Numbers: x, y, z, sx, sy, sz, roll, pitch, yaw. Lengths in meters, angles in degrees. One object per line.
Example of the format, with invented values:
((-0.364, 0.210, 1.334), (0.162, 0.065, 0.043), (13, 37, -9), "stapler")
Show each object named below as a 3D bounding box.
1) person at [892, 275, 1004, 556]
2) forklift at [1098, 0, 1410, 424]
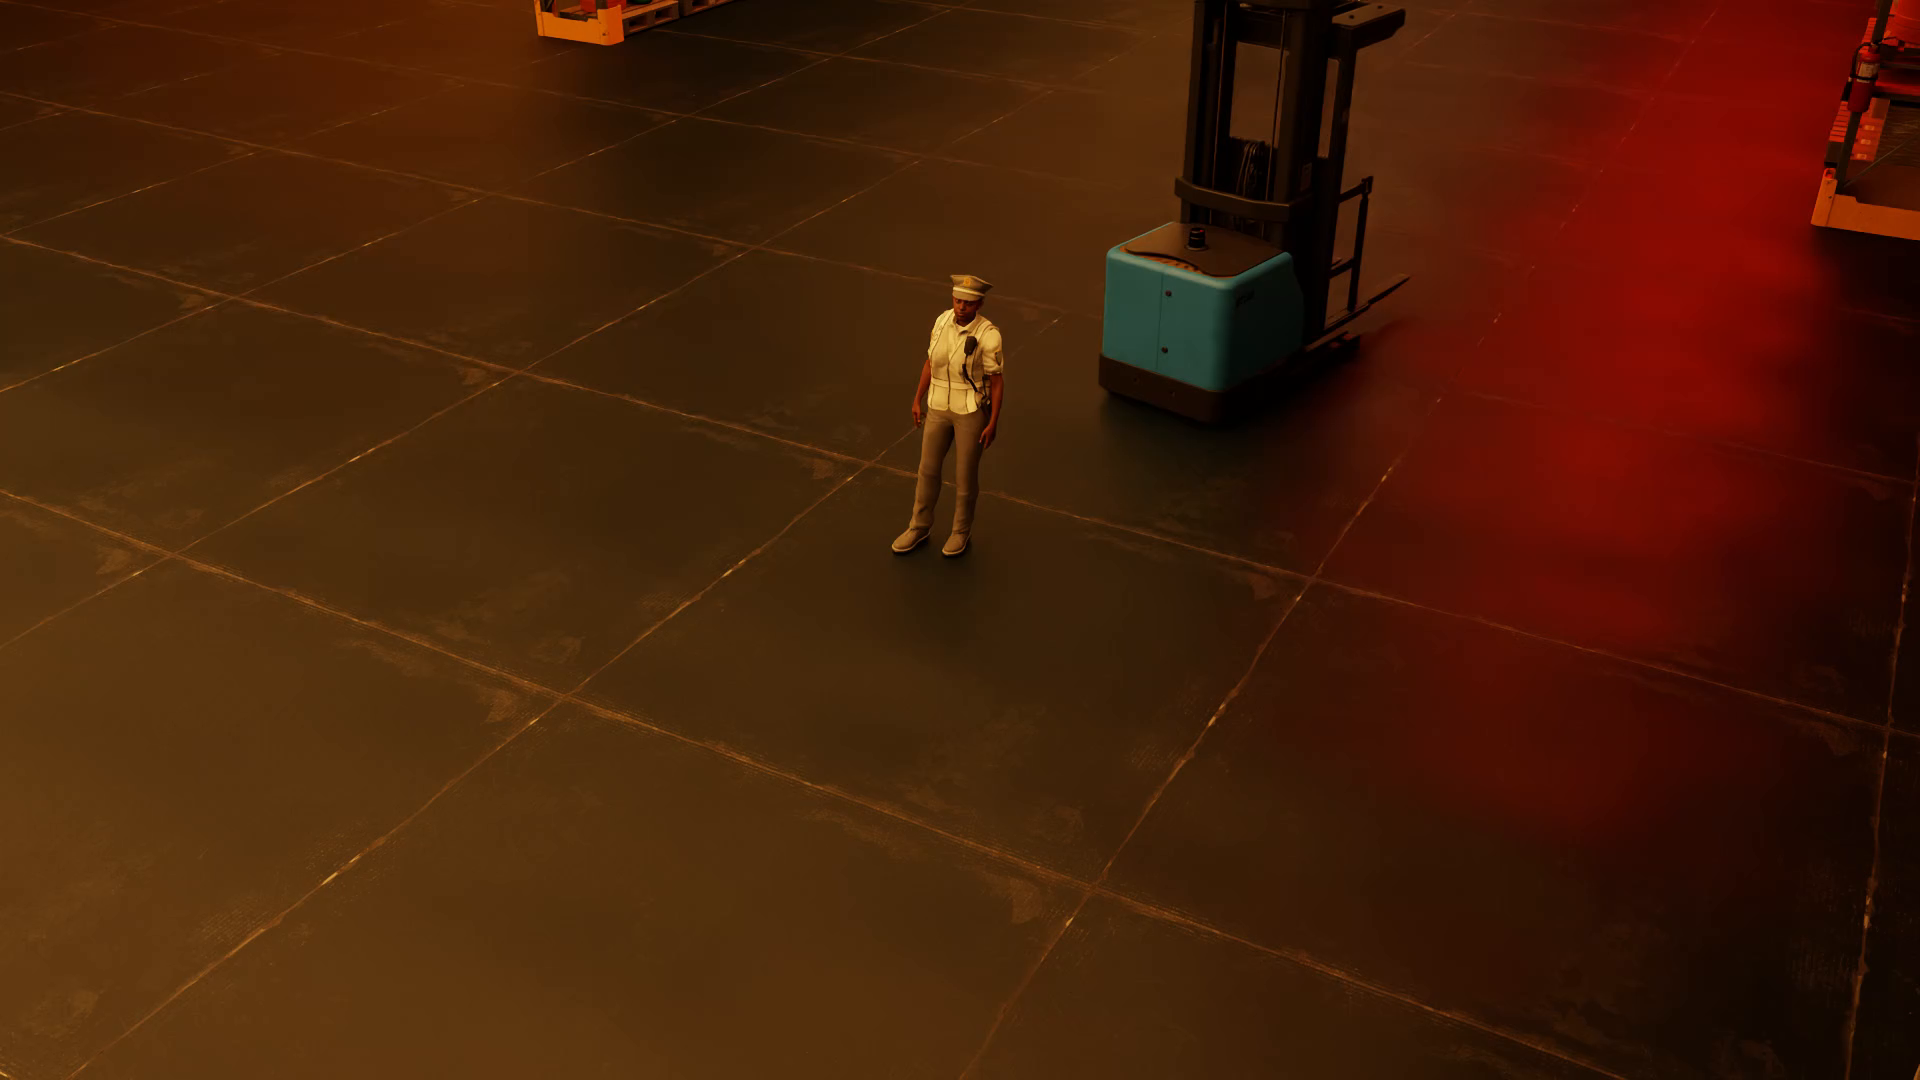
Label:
((-0.054, -0.712, 9.527), (0.569, 1.695, 0.528), (15, 33, 25), "person")
((2.324, -2.709, 11.764), (1.130, 2.935, 3.031), (23, 37, 35), "forklift")
